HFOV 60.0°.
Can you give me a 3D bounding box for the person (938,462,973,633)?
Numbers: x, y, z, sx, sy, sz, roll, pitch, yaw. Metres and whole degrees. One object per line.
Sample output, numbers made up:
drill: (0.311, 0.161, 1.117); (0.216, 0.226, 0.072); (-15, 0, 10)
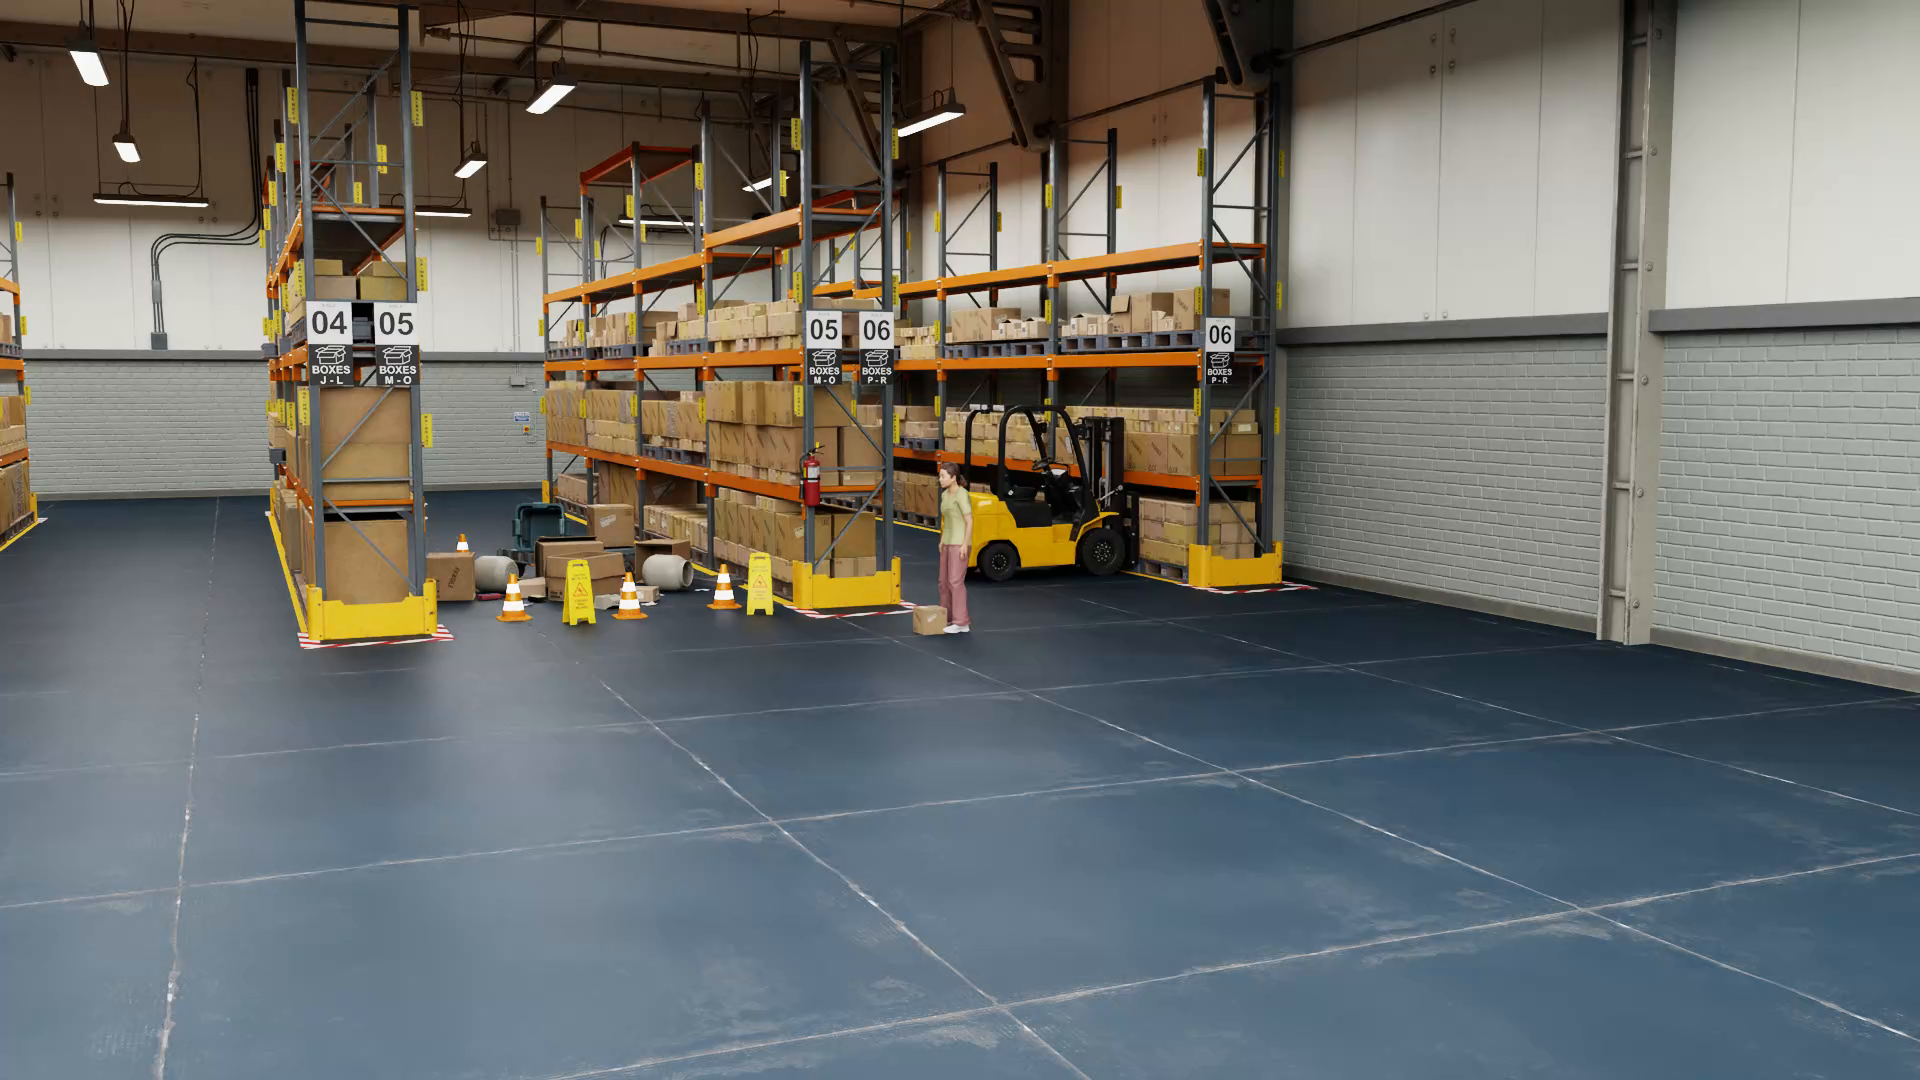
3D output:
person: (-0.065, 0.065, 16.288); (0.347, 1.673, 0.517); (-3, 6, -26)
